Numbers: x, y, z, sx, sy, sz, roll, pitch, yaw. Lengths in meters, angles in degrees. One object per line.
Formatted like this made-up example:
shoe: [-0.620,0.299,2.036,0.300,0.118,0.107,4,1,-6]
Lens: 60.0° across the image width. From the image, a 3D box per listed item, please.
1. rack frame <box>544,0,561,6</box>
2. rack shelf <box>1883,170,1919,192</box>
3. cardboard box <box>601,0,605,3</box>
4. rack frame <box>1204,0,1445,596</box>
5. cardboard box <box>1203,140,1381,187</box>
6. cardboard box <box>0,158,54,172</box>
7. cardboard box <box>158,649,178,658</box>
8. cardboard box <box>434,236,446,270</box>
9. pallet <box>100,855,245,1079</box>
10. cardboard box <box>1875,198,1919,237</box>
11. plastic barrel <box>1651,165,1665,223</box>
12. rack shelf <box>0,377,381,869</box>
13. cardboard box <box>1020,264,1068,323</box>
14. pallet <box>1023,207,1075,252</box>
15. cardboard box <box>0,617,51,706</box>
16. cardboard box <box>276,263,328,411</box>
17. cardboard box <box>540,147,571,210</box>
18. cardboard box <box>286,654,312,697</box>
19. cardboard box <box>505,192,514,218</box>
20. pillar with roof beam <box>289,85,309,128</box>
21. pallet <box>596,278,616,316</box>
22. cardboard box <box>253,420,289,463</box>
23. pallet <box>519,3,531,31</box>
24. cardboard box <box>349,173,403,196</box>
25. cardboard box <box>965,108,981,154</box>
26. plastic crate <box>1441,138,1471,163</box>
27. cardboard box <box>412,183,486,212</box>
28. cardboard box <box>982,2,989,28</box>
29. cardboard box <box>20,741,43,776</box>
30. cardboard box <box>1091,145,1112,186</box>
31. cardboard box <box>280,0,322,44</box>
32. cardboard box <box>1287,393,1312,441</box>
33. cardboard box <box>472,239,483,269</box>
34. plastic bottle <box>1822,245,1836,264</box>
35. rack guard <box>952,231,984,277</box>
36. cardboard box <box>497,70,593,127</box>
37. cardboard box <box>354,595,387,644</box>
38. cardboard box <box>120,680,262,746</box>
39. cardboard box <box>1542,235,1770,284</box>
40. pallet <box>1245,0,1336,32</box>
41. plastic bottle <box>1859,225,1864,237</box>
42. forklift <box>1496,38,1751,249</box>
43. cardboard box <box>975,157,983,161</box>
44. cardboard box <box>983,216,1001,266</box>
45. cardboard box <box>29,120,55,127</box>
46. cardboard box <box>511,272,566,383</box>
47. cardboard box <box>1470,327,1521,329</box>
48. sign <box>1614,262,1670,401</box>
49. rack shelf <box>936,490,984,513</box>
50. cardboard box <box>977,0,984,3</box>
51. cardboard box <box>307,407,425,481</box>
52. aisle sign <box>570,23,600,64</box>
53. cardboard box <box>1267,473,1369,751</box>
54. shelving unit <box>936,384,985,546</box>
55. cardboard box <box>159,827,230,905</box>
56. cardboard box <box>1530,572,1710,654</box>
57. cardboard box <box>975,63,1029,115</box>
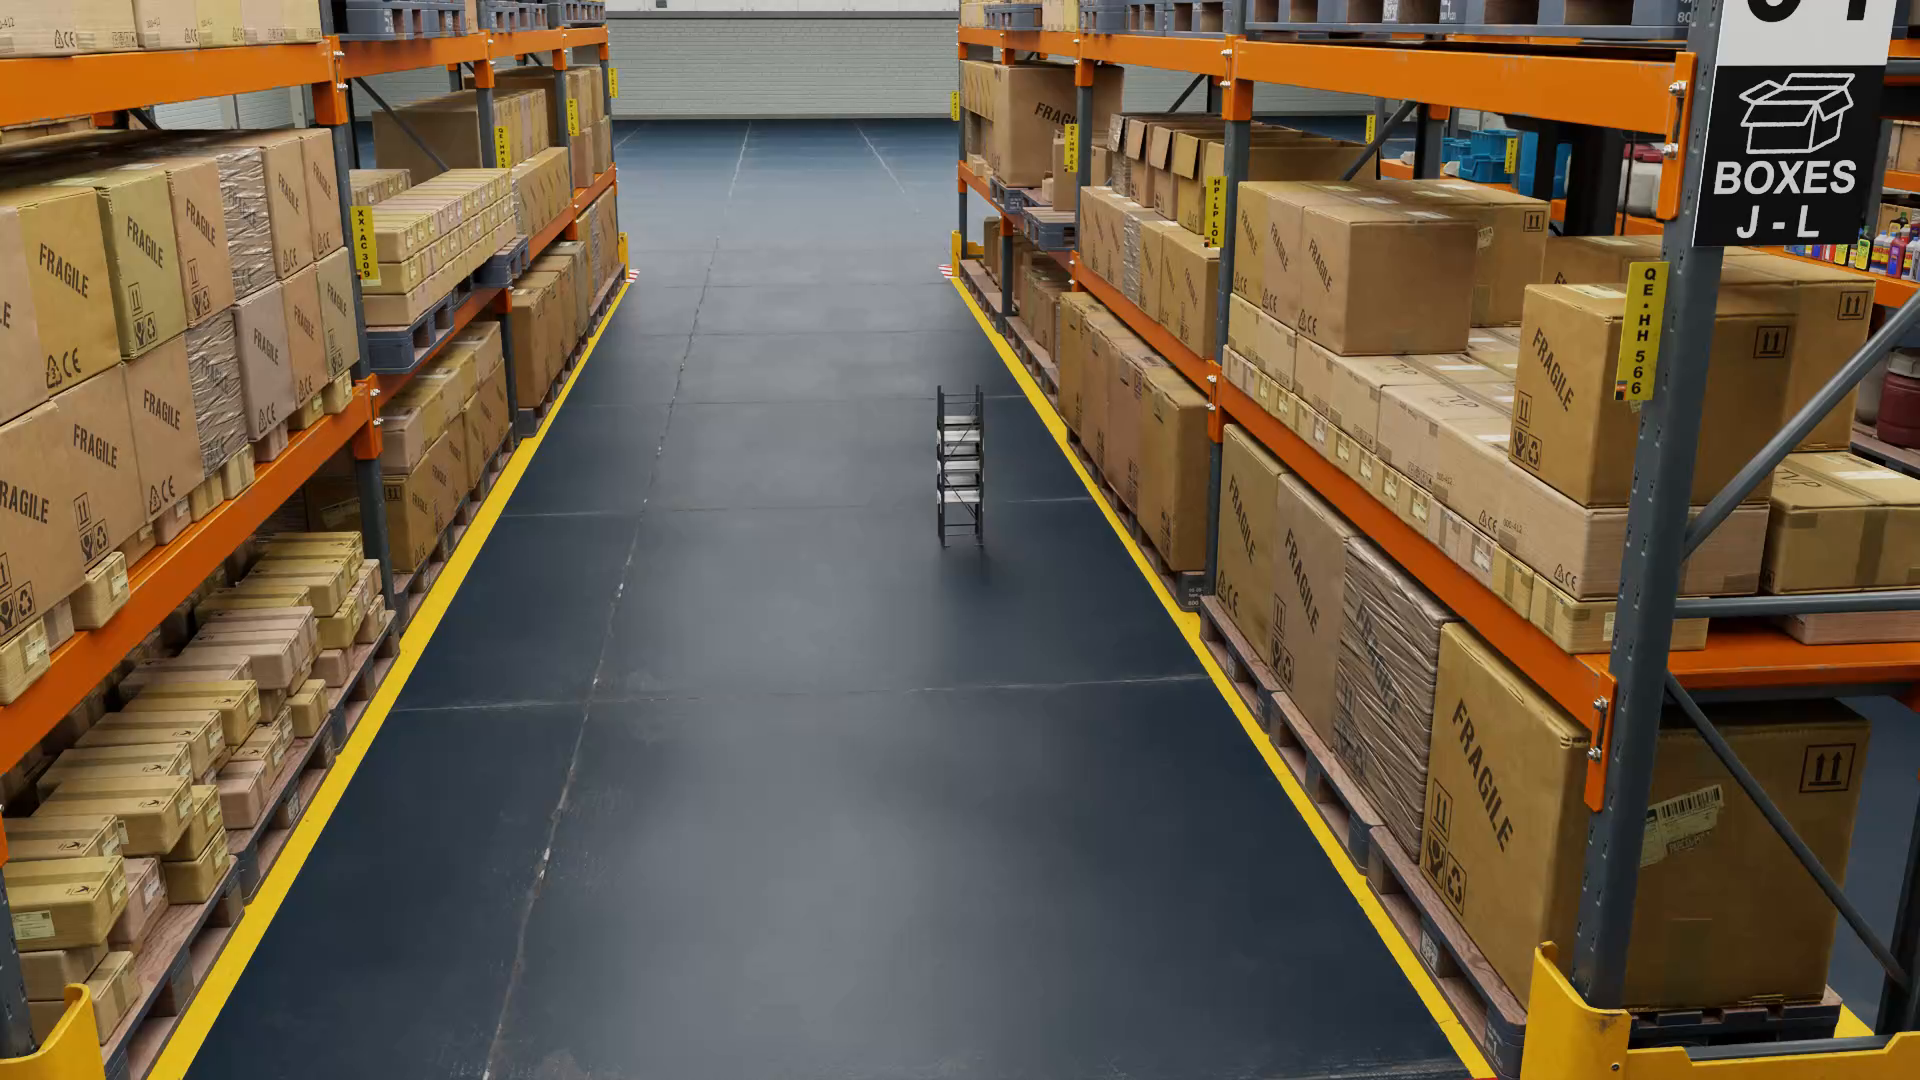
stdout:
rack frame: [-4.043,-6.148,14.236,1.000,3.000,0.127,-2,18,-6]
rack shelf: [10.548,-3.966,18.503,1.077,0.370,4.000,-2,18,-6]
cardboard box: [-4.084,-5.948,18.158,0.380,0.149,0.250,-2,18,-6]
rack frame: [1.726,-1.025,7.934,1.000,3.000,0.127,-2,18,-6]
cardboard box: [1.652,-1.741,8.374,0.797,0.503,0.637,-2,18,-7]
cardboard box: [-3.273,-0.969,5.422,0.500,0.500,0.500,-2,18,-8]
cardboard box: [-3.293,0.541,6.508,0.380,0.149,0.250,-1,17,-3]
cardboard box: [-2.884,-1.487,8.629,0.380,0.149,0.250,-3,18,-8]
pallet: [-2.862,1.354,5.010,1.003,0.211,1.213,-2,18,-6]
cardboard box: [10.328,-3.538,18.576,0.500,0.500,0.500,-2,18,-6]
plastic barrel: [5.878,-2.849,13.556,0.421,0.512,0.421,0,17,0]
rack shelf: [-3.012,0.037,5.752,1.077,0.370,4.000,-2,18,-6]
cardboard box: [0.943,-2.242,15.250,0.700,0.500,0.500,-3,18,-10]
pallet: [1.134,-2.334,12.425,1.213,0.211,1.003,-2,18,-6]
cardboard box: [-2.513,0.303,4.124,0.380,0.149,0.250,-2,18,-6]
cardboard box: [-2.835,-0.801,6.559,0.500,0.500,0.500,-2,18,-7]
cardboard box: [-3.724,-3.186,14.650,0.500,0.500,0.500,-2,18,-6]
cardboard box: [-2.810,0.513,6.598,0.380,0.149,0.250,-1,17,-4]
cardboard box: [-3.127,-2.183,10.844,0.380,0.149,0.250,-1,17,-5]
pillar with roof beam: [-13.943,-15.838,45.101,9.100,9.000,0.400,-2,18,-6]
pallet: [-4.173,-2.548,17.442,1.003,0.211,1.213,-2,18,-6]
cardboard box: [-2.793,-0.392,6.337,0.380,0.149,0.250,-3,18,-8]
pallet: [-3.868,-3.958,12.584,1.003,0.211,1.213,-1,17,-3]
cardboard box: [-3.745,-2.234,10.511,0.380,0.149,0.250,-2,18,-7]
cardboard box: [0.518,-4.625,18.738,0.875,0.500,0.500,-2,18,-6]
plastic crate: [5.764,-4.542,19.386,0.499,0.251,0.616,-2,18,-6]
cardboard box: [-3.023,-2.022,9.834,0.380,0.149,0.250,-2,18,-6]
cardboard box: [0.493,-5.203,16.486,0.500,0.250,0.500,-2,18,-6]
cardboard box: [-3.281,0.709,5.477,0.380,0.149,0.250,-1,17,-4]
cardboard box: [1.218,-2.625,12.161,0.500,0.500,0.500,-4,18,-12]
cardboard box: [-2.899,-2.124,6.676,0.500,0.250,0.500,-1,17,-4]
cardboard box: [1.536,-0.496,6.667,0.380,0.149,0.250,-2,18,-6]
cardboard box: [-2.996,-1.659,9.672,0.380,0.149,0.250,-1,17,-4]
plastic bottle: [6.011,-2.034,11.355,0.152,0.276,0.135,-2,18,-6]
rack guard: [0.496,-3.385,19.625,1.175,0.500,0.348,-2,18,-6]
cardboard box: [-4.201,-4.466,16.842,0.875,0.550,0.500,-2,18,-6]
cardboard box: [-2.839,0.364,7.568,0.380,0.149,0.250,-2,17,-5]
cardboard box: [-2.677,0.608,5.799,0.380,0.149,0.250,-2,17,-5]
cardboard box: [2.246,-0.716,5.452,0.500,0.500,0.500,-2,18,-7]
pallet: [1.800,-2.170,6.721,1.003,0.211,1.213,-2,18,-6]
plastic bottle: [6.056,-1.998,11.249,0.097,0.271,0.097,0,17,0]
forklift: [3.547,-1.371,9.152,1.130,2.935,3.031,-1,17,-3]
cardboard box: [0.363,-4.090,18.115,0.380,0.149,0.250,-2,18,-6]
cardboard box: [0.536,-3.421,19.040,0.500,0.500,0.500,1,17,5]
cardboard box: [-8.817,-4.060,15.268,0.700,0.500,0.500,-2,18,-5]
cardboard box: [-3.698,-1.665,13.028,1.050,0.750,0.750,-2,17,-5]
cardboard box: [2.088,-0.818,7.028,0.500,0.250,0.500,-1,17,-4]
sign: [1.597,-0.486,3.889,0.100,0.325,0.005,-2,18,-6]
rack shelf: [0.001,-0.223,9.598,0.258,0.077,0.200,-2,18,-6]
cardboard box: [0.387,-5.672,17.314,0.380,0.149,0.250,-3,18,-8]
cardboard box: [-3.032,-0.496,8.469,0.500,0.250,0.500,-3,18,-8]
aisle sign: [-4.165,-5.748,18.638,0.394,0.787,0.004,-2,18,-6]
cardboard box: [1.807,0.256,6.701,0.875,0.875,0.875,-2,18,-6]
shelving unit: [0.001,-0.427,9.535,0.258,0.900,0.210,-2,18,-6]
cardboard box: [-2.599,1.055,5.368,0.380,0.149,0.250,-2,17,-5]
cardboard box: [1.774,0.191,4.482,0.380,0.149,0.250,-1,17,-5]
cardboard box: [0.429,-4.648,17.141,0.500,0.500,0.500,-2,18,-6]
